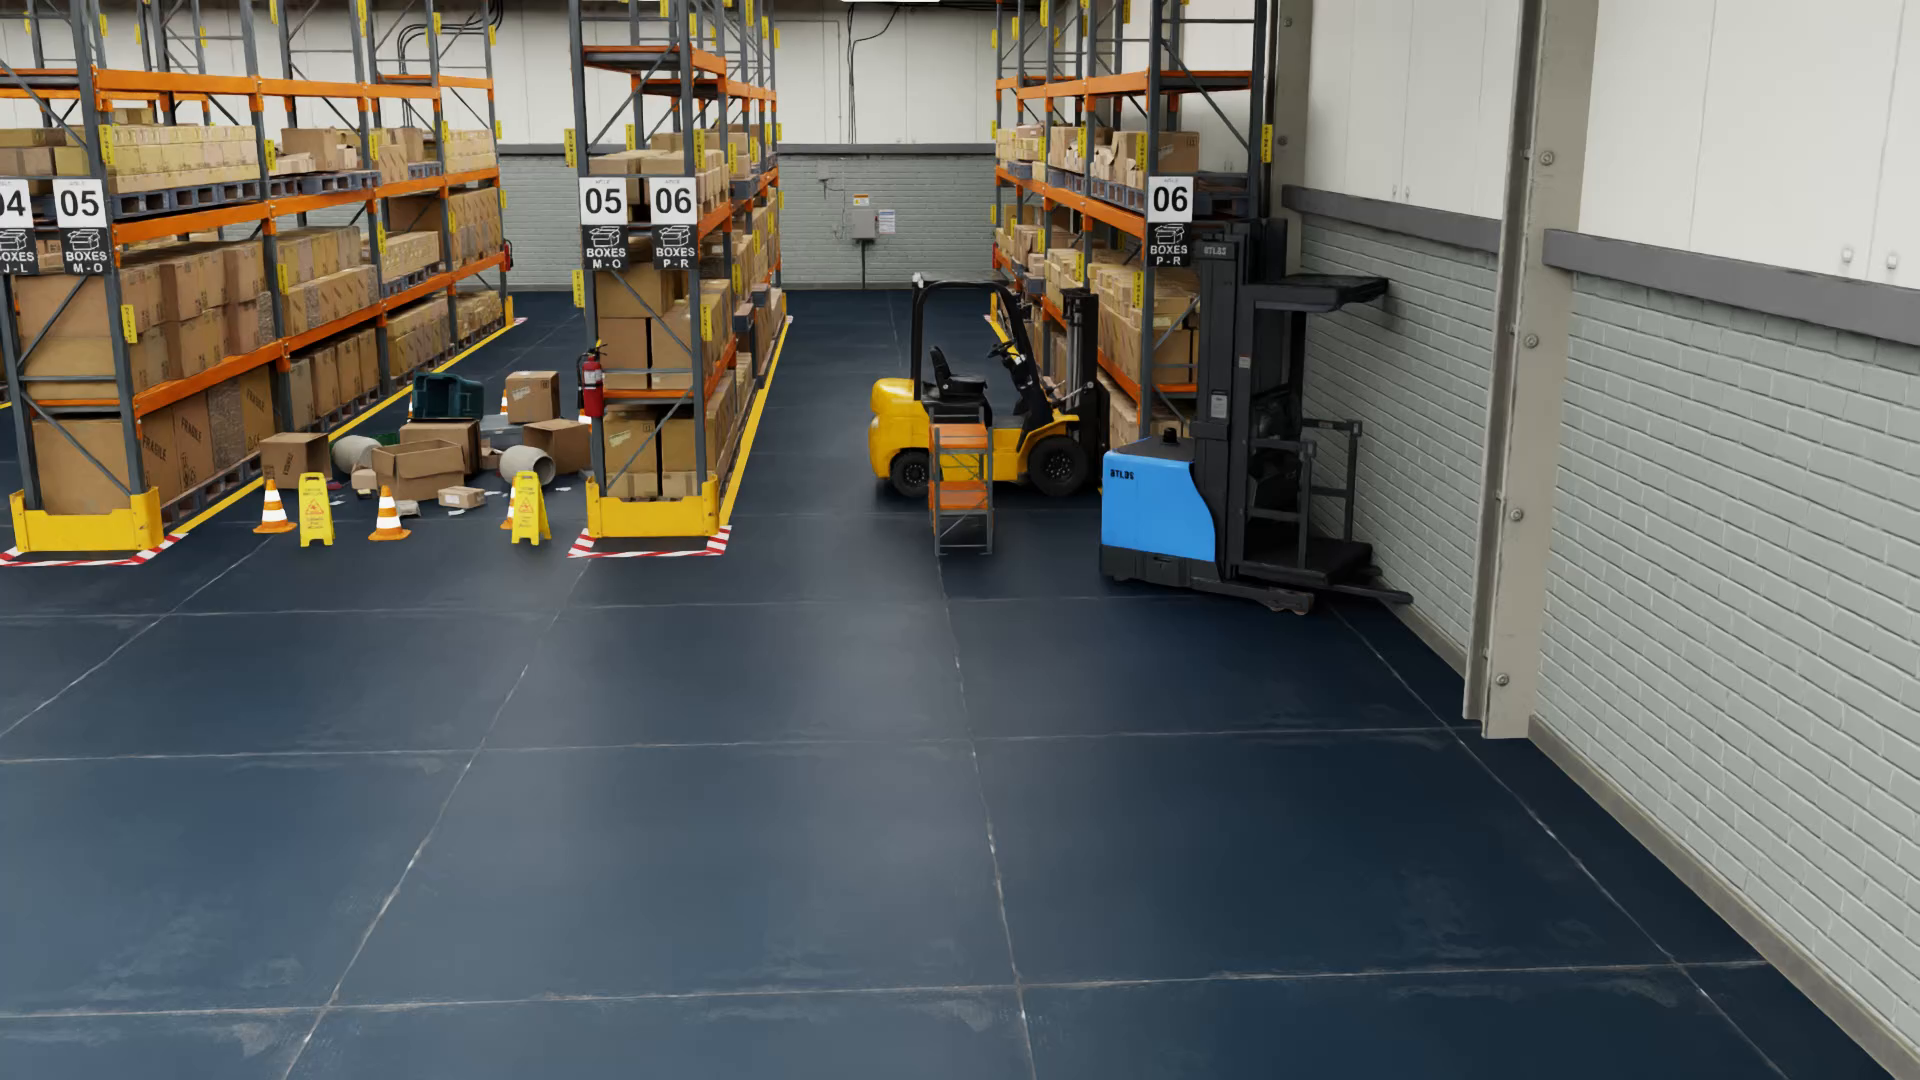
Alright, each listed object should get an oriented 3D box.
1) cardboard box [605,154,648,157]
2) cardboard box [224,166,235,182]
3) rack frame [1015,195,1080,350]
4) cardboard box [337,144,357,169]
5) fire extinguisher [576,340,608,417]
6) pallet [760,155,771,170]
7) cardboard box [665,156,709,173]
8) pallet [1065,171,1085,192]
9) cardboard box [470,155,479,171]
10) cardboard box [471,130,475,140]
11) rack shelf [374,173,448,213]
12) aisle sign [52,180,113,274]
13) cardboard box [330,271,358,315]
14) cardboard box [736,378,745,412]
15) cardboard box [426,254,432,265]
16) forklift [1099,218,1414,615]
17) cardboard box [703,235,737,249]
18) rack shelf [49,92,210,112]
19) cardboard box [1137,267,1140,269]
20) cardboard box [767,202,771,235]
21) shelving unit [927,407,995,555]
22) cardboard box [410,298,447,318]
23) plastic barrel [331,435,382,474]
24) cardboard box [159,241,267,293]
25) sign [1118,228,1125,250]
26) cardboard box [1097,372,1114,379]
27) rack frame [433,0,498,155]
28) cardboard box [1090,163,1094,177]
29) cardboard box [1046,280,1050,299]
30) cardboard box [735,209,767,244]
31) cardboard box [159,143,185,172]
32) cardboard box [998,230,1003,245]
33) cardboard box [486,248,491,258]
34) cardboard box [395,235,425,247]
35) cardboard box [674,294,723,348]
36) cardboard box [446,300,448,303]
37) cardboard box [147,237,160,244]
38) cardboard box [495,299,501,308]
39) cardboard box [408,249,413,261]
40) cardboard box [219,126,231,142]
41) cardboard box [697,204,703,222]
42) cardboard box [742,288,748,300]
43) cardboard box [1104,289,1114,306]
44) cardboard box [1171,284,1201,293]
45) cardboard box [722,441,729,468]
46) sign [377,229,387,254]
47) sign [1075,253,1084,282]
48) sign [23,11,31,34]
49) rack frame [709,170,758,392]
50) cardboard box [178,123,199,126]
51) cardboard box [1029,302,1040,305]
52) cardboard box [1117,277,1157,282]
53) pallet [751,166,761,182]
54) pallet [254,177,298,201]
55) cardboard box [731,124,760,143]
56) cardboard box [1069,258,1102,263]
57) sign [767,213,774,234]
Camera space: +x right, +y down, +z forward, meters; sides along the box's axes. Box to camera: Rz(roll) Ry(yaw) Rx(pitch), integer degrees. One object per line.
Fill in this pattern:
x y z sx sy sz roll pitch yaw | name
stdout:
-3.248 -3.684 16.208 0.380 0.149 0.250 -1 14 -2 | cardboard box
-7.595 -3.706 16.852 0.380 0.149 0.250 -1 14 -3 | cardboard box
1.407 -4.568 26.761 1.000 3.000 0.127 -1 14 -3 | rack frame
-7.869 -4.800 20.779 0.500 0.311 0.500 -1 14 -3 | cardboard box
-3.257 -1.433 14.732 0.296 0.674 0.183 -1 14 -3 | fire extinguisher
-3.588 -6.104 26.888 1.003 0.211 1.213 -1 14 -3 | pallet
-2.549 -3.504 15.510 0.380 0.149 0.250 -1 14 -4 | cardboard box
1.858 -4.489 20.813 1.003 0.211 1.213 0 14 -1 | pallet
-8.328 -6.273 27.667 0.500 0.250 0.500 0 14 -1 | cardboard box
-8.368 -6.802 27.921 0.380 0.149 0.250 -1 14 -2 | cardboard box
-8.358 -4.996 23.848 1.077 0.370 4.000 -1 14 -3 | rack shelf
-7.434 -2.651 14.091 0.394 0.787 0.004 -1 14 -3 | aisle sign
-7.877 -3.086 20.801 0.500 0.500 0.500 -1 14 -4 | cardboard box
-3.135 -1.741 20.204 0.950 0.372 0.625 0 14 0 | cardboard box
-8.229 -4.248 25.180 0.380 0.149 0.250 -1 14 -4 | cardboard box
2.663 -0.992 12.999 3.031 2.935 1.130 9 17 32 | forklift
-2.898 -3.602 20.064 0.380 0.149 0.250 0 14 0 | cardboard box
-13.562 -7.198 27.190 1.077 0.370 4.000 -1 14 -3 | rack shelf
2.116 -3.162 19.792 0.380 0.149 0.250 -1 14 -4 | cardboard box
-3.360 -5.271 27.286 0.500 0.500 0.500 -1 14 -4 | cardboard box
0.000 -0.546 14.893 0.538 1.125 1.048 -1 14 -3 | shelving unit
-8.183 -3.564 25.526 0.500 0.250 0.500 -1 14 -5 | cardboard box
-6.385 -0.893 17.649 0.512 0.421 0.421 10 18 35 | plastic barrel
-7.997 -2.903 17.820 0.875 0.550 0.550 -1 14 -3 | cardboard box
2.208 -4.143 22.787 0.100 0.325 0.005 -1 14 -3 | sign
1.641 -1.682 18.213 0.500 0.250 0.500 -1 14 -3 | cardboard box
-8.729 -8.289 29.184 1.000 3.000 0.127 -1 14 -3 | rack frame
1.627 -4.045 18.169 0.380 0.149 0.250 -1 14 -2 | cardboard box
1.438 -3.387 22.470 0.500 0.250 0.500 -1 14 -3 | cardboard box
-3.230 -4.787 25.406 0.500 0.500 0.500 -1 14 -2 | cardboard box
-7.576 -3.556 15.469 0.500 0.250 0.500 -1 14 -4 | cardboard box
0.949 -5.392 29.667 0.500 0.250 0.500 -1 14 -3 | cardboard box
-8.379 -4.998 28.935 0.380 0.149 0.250 0 14 -2 | cardboard box
-8.214 -4.466 24.830 0.380 0.149 0.250 -1 14 -4 | cardboard box
-2.664 -2.203 16.769 0.500 0.500 0.500 -1 14 -5 | cardboard box
-8.824 -3.971 28.125 0.380 0.149 0.250 -1 14 -3 | cardboard box
-13.235 -5.018 26.708 0.500 0.500 0.500 -1 14 -3 | cardboard box
-8.412 -4.224 29.704 0.380 0.149 0.250 -1 14 -5 | cardboard box
-8.165 -4.131 24.125 0.380 0.149 0.250 0 14 -1 | cardboard box
-7.599 -4.095 16.763 0.380 0.149 0.250 -1 14 -2 | cardboard box
-2.500 -2.925 14.858 0.380 0.149 0.250 -1 14 -3 | cardboard box
-2.823 -3.050 20.521 0.380 0.149 0.250 0 14 -1 | cardboard box
1.710 -2.539 17.372 0.380 0.149 0.250 -1 14 -5 | cardboard box
2.288 -2.435 16.372 0.380 0.149 0.250 0 14 -2 | cardboard box
-2.648 -0.845 16.968 0.500 0.250 0.500 0 14 0 | cardboard box
-7.680 -3.964 22.091 0.100 0.325 0.005 -1 14 -3 | sign
1.361 -3.090 18.852 0.100 0.325 0.005 -1 14 -3 | sign
-13.994 -7.770 24.972 0.100 0.325 0.005 -1 14 -3 | sign
-3.299 -3.496 22.593 1.000 3.000 0.127 -1 14 -3 | rack frame
-13.600 -6.957 28.781 0.700 0.500 0.500 -2 15 -7 | cardboard box
1.285 -3.650 26.066 0.380 0.149 0.250 -2 15 -6 | cardboard box
1.818 -2.620 17.092 0.380 0.149 0.250 -1 14 -3 | cardboard box
-3.392 -5.016 22.862 1.213 0.211 1.003 0 14 -1 | pallet
-8.092 -3.987 18.866 0.805 0.209 1.217 -1 15 -6 | pallet
-3.374 -6.393 26.590 0.500 0.500 0.500 -1 14 -2 | cardboard box
1.583 -3.468 20.983 0.380 0.149 0.250 -1 14 -3 | cardboard box
-3.006 -5.024 26.367 0.100 0.325 0.005 -1 14 -3 | sign
